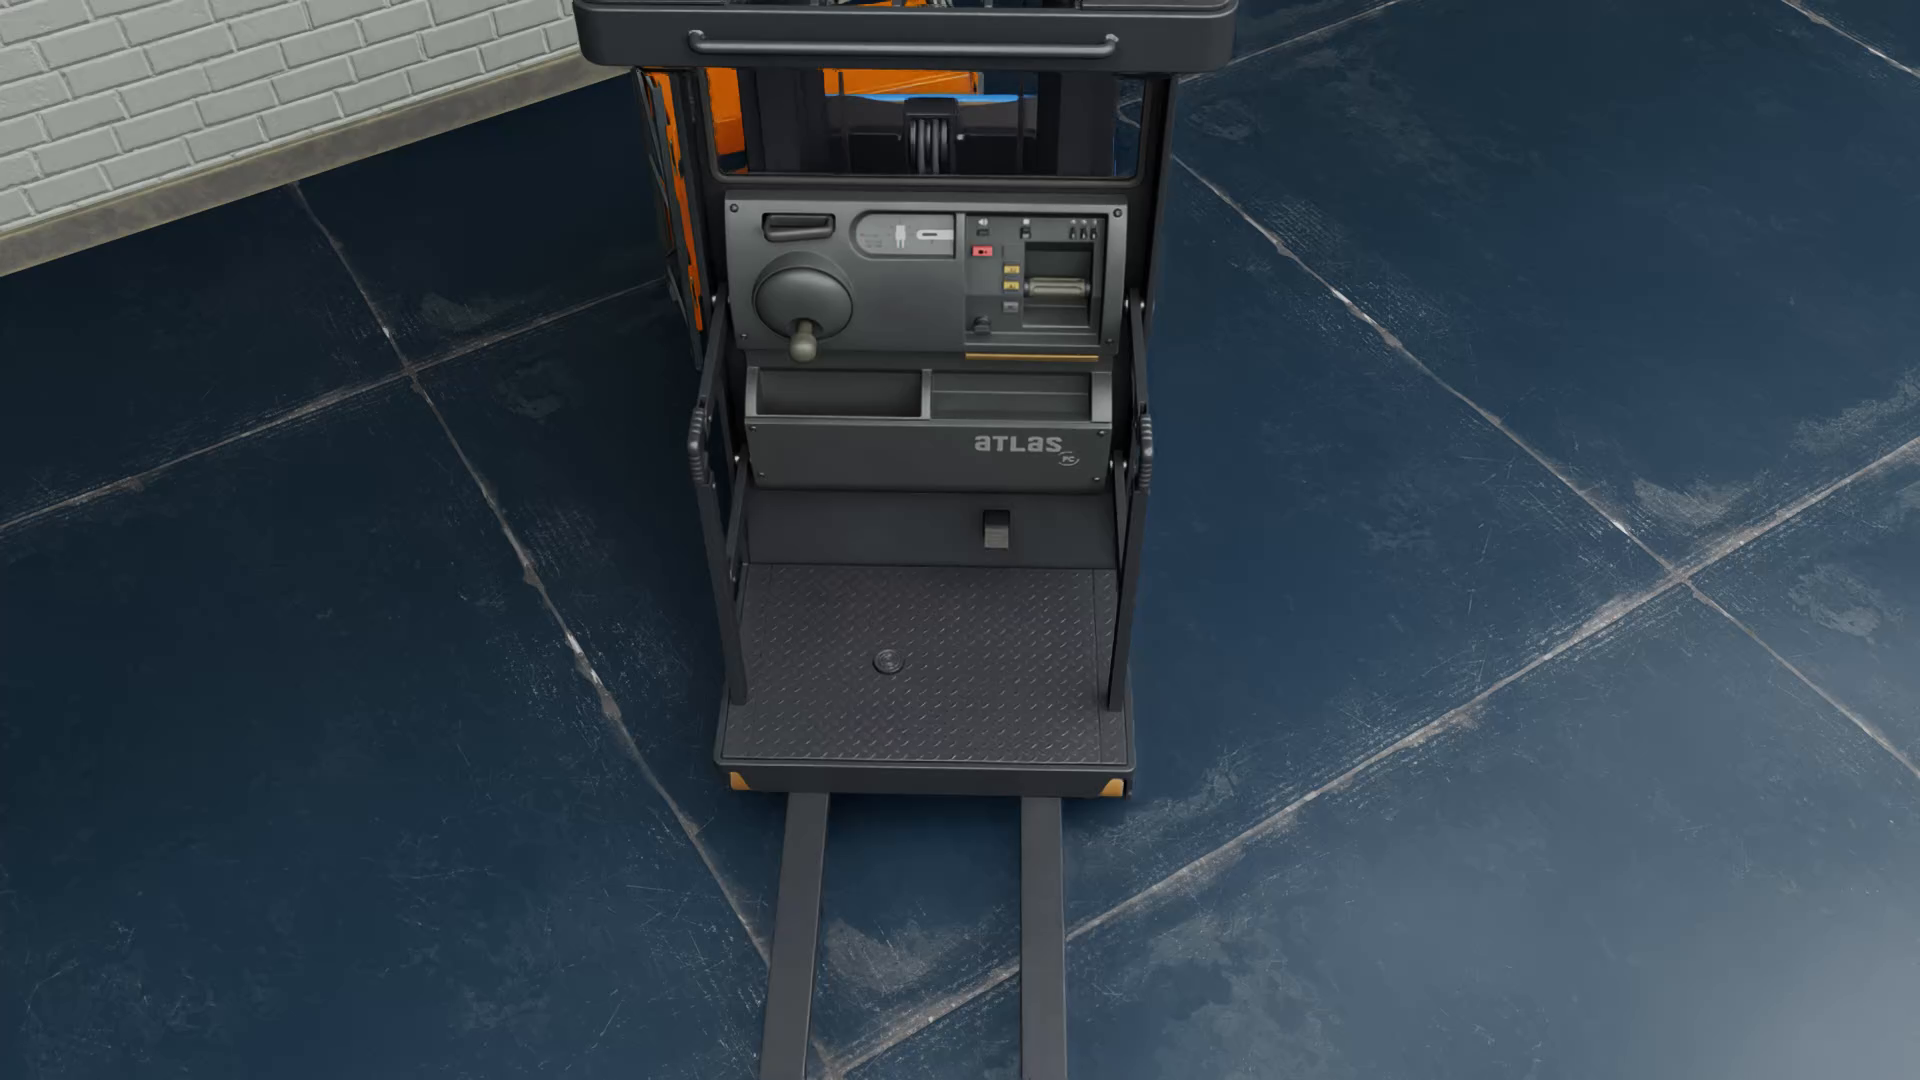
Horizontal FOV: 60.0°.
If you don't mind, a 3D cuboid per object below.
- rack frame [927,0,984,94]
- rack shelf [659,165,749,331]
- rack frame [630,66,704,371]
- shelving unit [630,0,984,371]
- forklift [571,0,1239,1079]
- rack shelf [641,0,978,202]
[{"bbox_3d":[-0.018,-1.387,5.732,0.032,1.125,0.500,-14,50,-12],"label":"rack frame"},{"bbox_3d":[-0.499,-1.102,5.806,1.000,0.278,0.538,-14,50,-12],"label":"rack shelf"},{"bbox_3d":[-0.981,-1.143,5.515,0.032,1.125,0.500,-14,50,-12],"label":"rack frame"},{"bbox_3d":[-0.499,-1.265,5.623,1.048,1.125,0.538,-14,50,-12],"label":"shelving unit"},{"bbox_3d":[-0.082,-0.510,3.742,1.130,2.935,3.031,1,48,1],"label":"forklift"},{"bbox_3d":[-0.499,-1.460,5.405,1.000,0.278,0.538,-14,50,-12],"label":"rack shelf"}]
